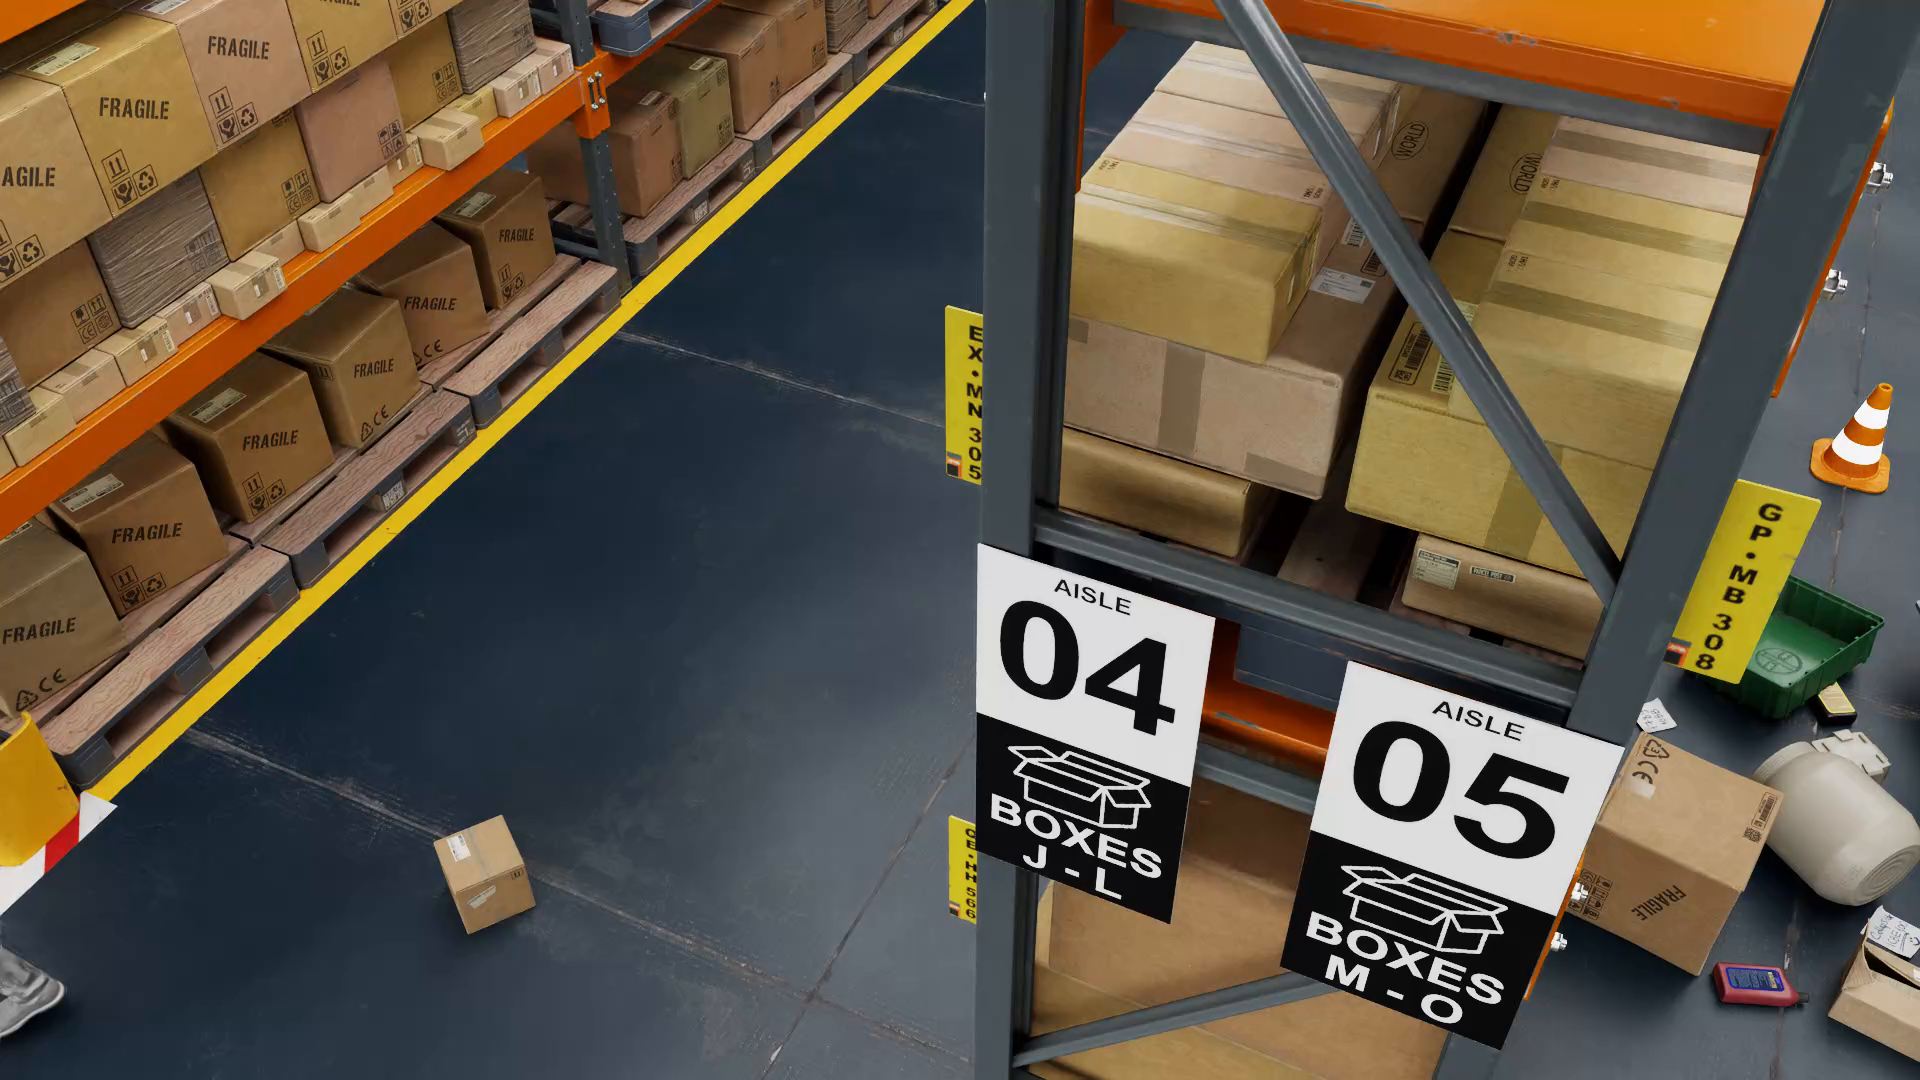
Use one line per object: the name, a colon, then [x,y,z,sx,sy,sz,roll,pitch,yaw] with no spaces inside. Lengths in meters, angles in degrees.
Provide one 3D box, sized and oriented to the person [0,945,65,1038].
person: [-3.421,1.133,4.871,0.986,1.637,0.526,-21,46,-21]
